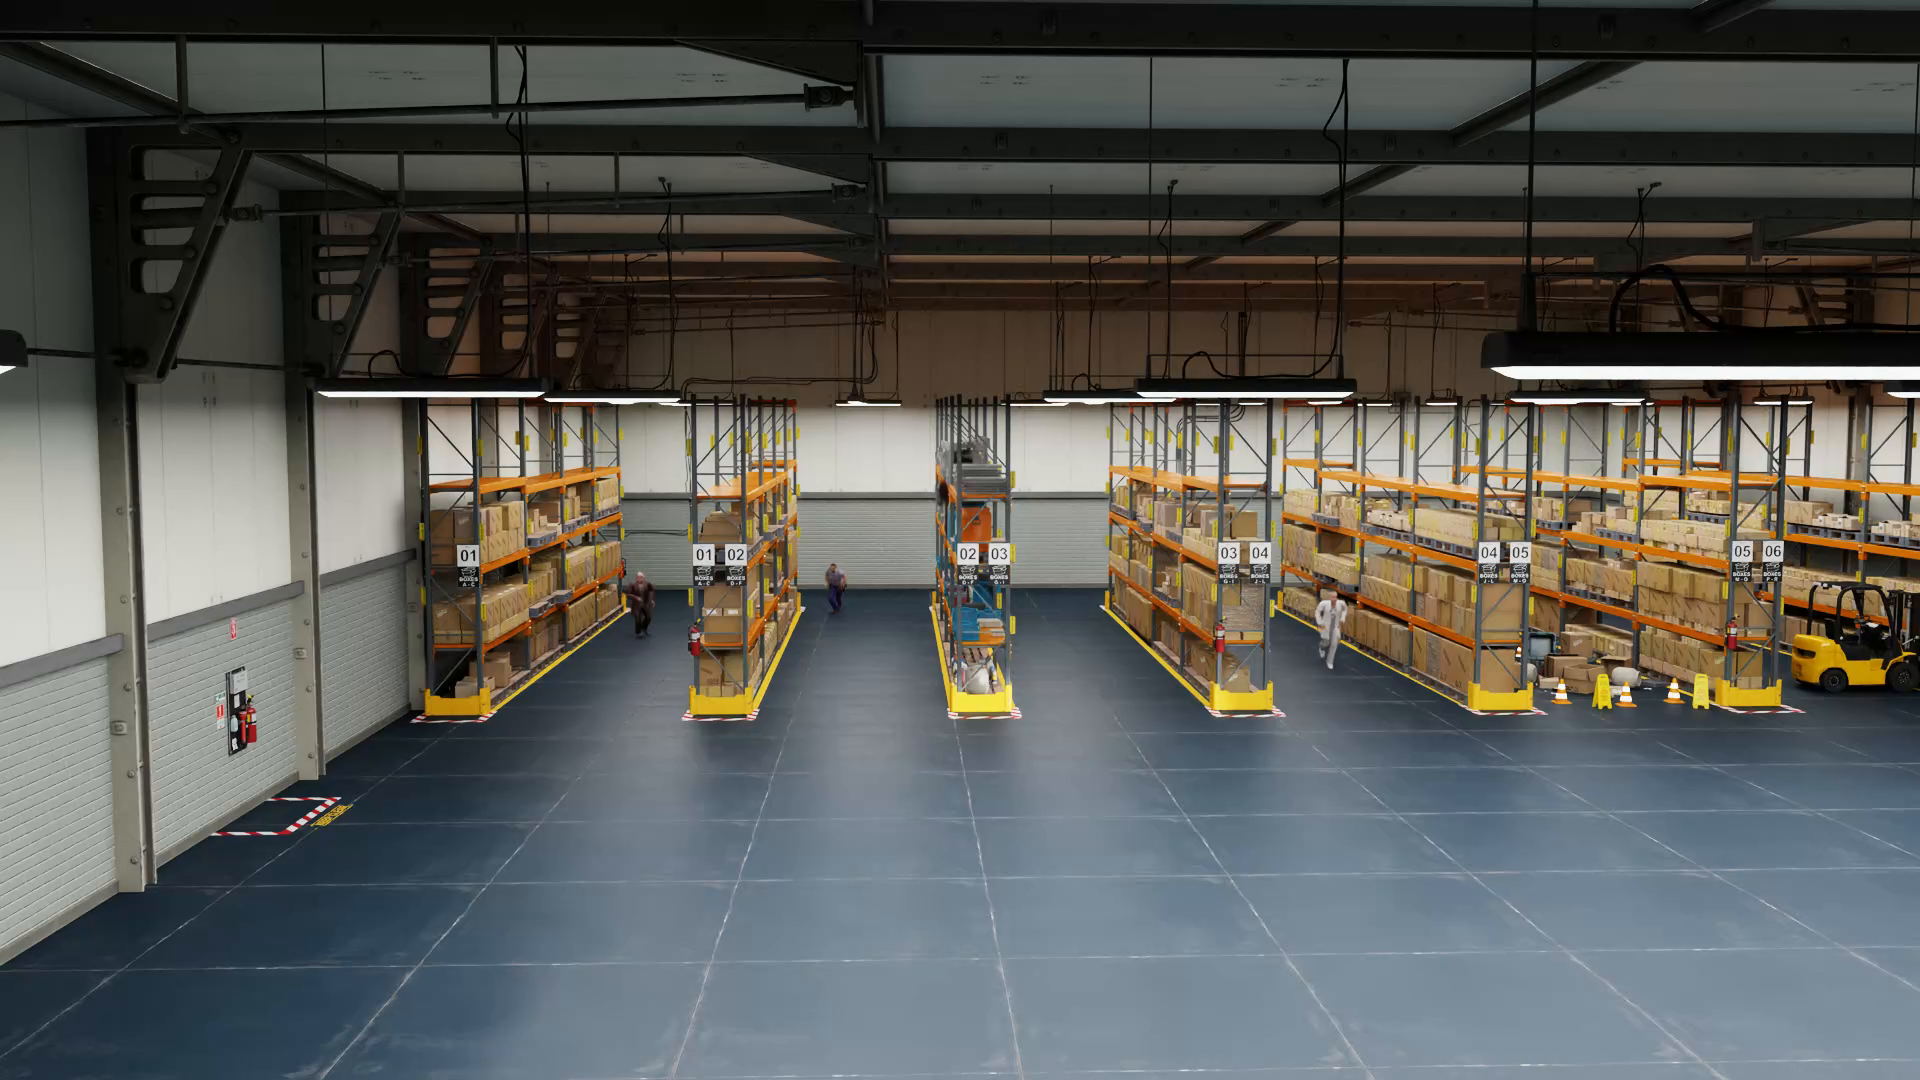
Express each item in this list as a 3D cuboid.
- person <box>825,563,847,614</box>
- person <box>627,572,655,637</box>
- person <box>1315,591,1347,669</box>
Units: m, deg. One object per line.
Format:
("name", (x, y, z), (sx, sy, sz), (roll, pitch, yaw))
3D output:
("person", (-3.450, 1.343, 46.664), (0.612, 1.459, 0.949), (1, 5, 11))
("person", (-7.960, 1.674, 41.502), (0.706, 1.571, 0.863), (-2, 5, -20))
("person", (8.243, 1.971, 37.119), (0.714, 1.735, 0.946), (-1, 5, -7))
